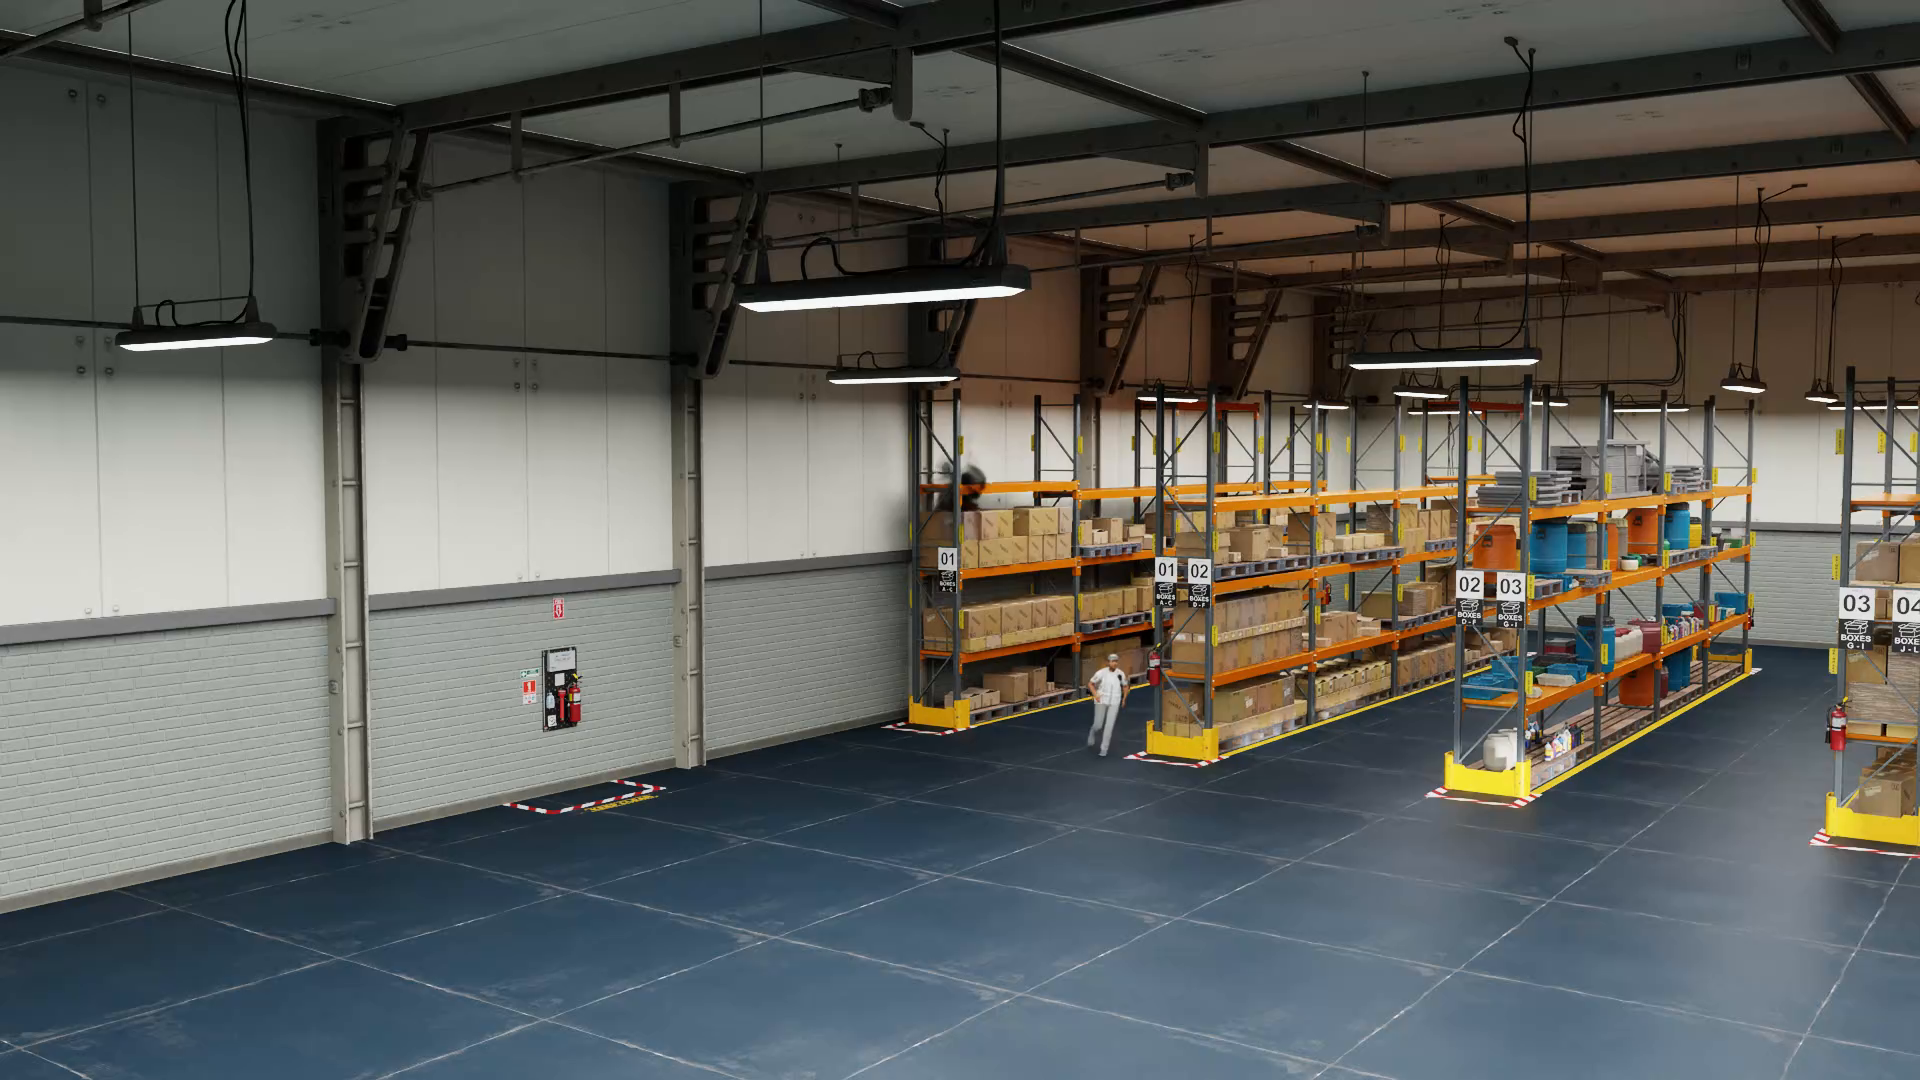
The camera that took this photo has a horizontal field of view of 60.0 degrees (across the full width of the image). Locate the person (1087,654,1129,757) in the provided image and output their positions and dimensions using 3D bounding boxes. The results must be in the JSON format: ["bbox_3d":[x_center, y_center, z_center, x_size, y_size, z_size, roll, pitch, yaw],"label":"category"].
[{"bbox_3d":[2.432,2.661,27.025,0.669,1.620,0.766,0,3,-5],"label":"person"}]
